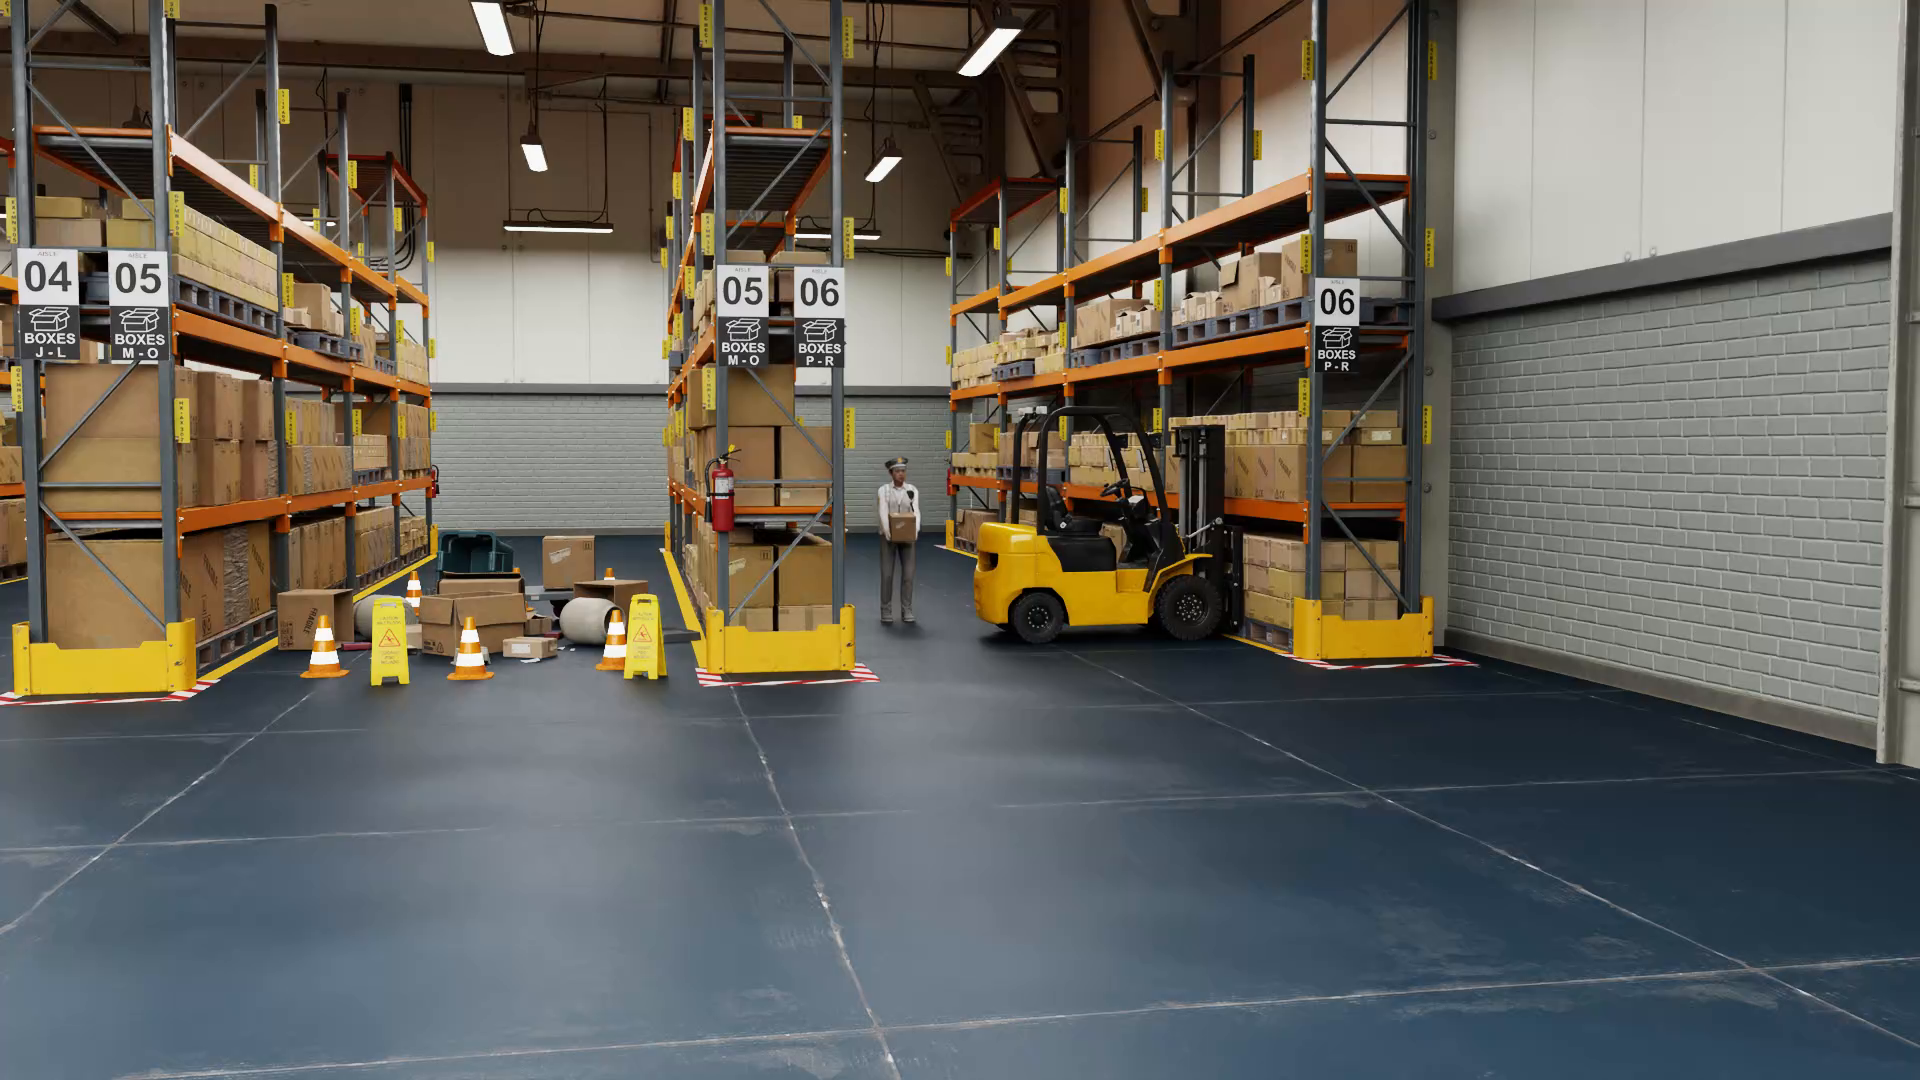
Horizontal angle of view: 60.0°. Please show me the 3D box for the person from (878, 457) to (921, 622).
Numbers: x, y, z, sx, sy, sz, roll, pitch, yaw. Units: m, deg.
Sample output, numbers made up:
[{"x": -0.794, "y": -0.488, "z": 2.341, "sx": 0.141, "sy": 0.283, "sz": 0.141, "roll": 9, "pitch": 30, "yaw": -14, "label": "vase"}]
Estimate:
[{"x": -0.623, "y": -0.005, "z": 17.051, "sx": 0.435, "sy": 1.691, "sz": 0.526, "roll": -1, "pitch": 3, "yaw": -12, "label": "person"}]
